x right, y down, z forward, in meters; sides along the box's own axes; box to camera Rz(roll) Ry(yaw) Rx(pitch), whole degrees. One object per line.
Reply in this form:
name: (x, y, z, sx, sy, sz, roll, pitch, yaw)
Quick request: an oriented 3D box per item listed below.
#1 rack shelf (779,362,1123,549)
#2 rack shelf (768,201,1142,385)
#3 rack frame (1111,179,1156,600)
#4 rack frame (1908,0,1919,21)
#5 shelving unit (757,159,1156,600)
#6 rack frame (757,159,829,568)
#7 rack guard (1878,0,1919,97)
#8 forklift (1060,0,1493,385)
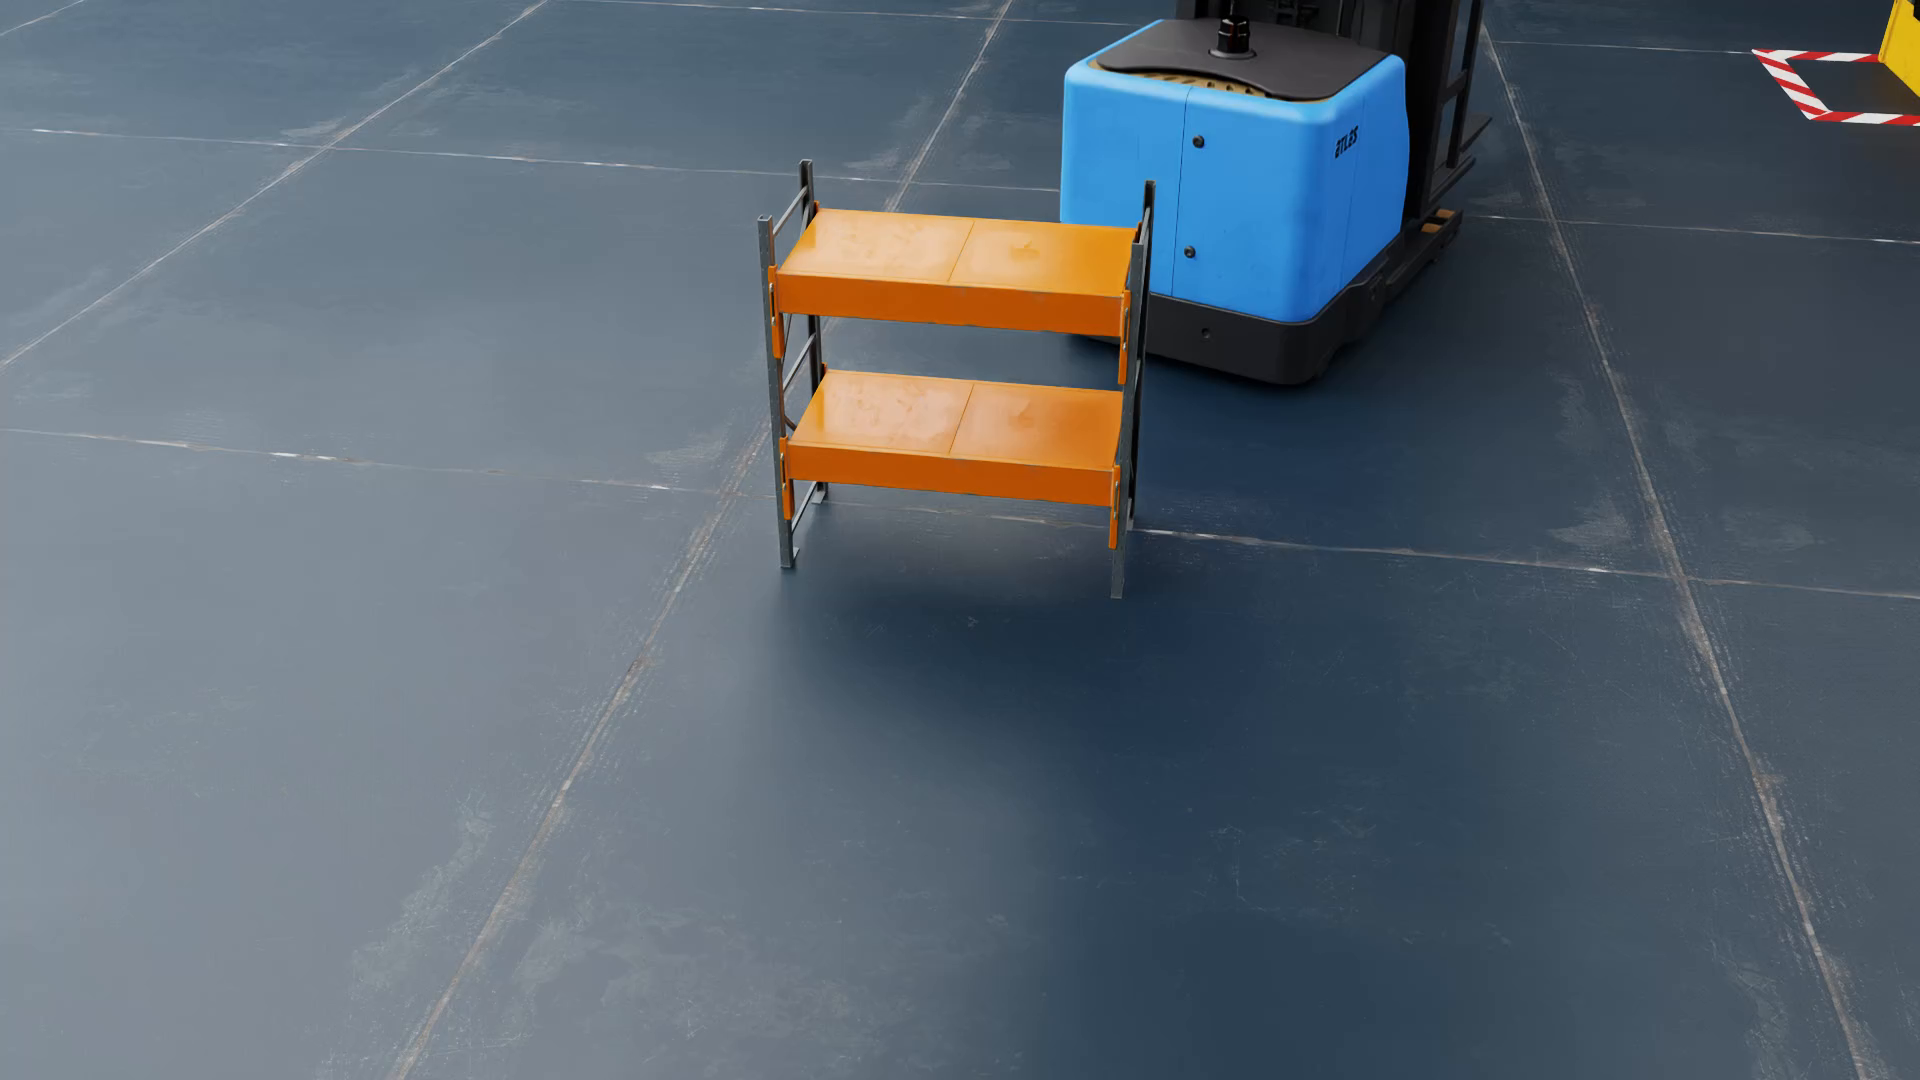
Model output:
rack shelf: (0.007, -0.269, 5.080, 1.000, 0.278, 0.538, 5, 32, 8)
rack shelf: (0.007, -0.724, 4.795, 1.000, 0.278, 0.538, 5, 32, 8)
rack frame: (0.508, -0.431, 4.878, 0.032, 1.125, 0.500, 5, 32, 8)
rack frame: (5.381, -3.782, 8.466, 0.127, 3.000, 1.000, 5, 32, 8)
shelving unit: (0.007, -0.476, 4.951, 1.048, 1.125, 0.538, 5, 32, 8)
rack frame: (-0.494, -0.522, 5.023, 0.032, 1.125, 0.500, 5, 32, 8)
rack guard: (5.464, -2.741, 9.157, 0.348, 0.500, 1.175, 5, 32, 8)
forklift: (1.549, -2.552, 6.565, 1.130, 2.935, 3.031, 18, 36, 26)
